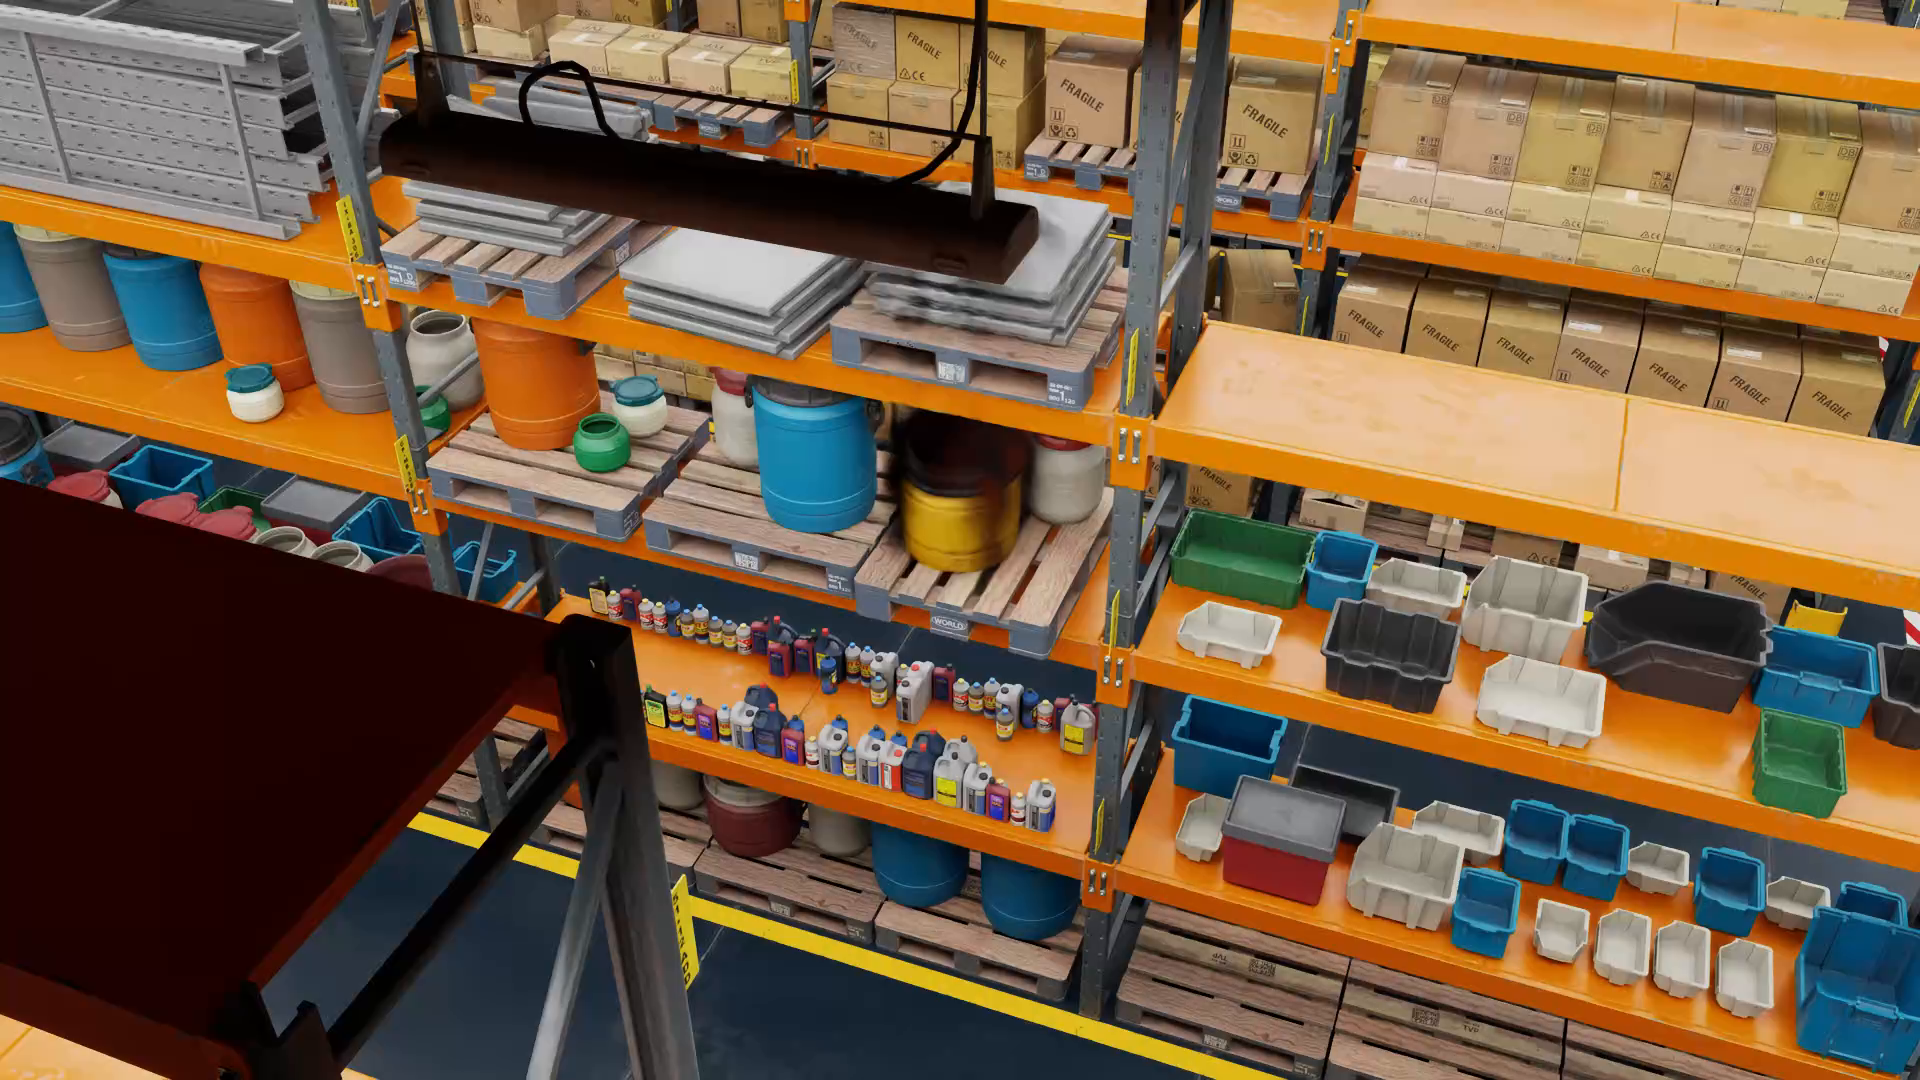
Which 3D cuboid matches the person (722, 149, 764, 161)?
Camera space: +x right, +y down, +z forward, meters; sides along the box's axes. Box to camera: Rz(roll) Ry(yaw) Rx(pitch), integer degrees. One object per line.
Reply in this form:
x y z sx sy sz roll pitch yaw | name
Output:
-2.202 -3.898 17.162 0.853 1.748 0.660 4 37 5 | person
